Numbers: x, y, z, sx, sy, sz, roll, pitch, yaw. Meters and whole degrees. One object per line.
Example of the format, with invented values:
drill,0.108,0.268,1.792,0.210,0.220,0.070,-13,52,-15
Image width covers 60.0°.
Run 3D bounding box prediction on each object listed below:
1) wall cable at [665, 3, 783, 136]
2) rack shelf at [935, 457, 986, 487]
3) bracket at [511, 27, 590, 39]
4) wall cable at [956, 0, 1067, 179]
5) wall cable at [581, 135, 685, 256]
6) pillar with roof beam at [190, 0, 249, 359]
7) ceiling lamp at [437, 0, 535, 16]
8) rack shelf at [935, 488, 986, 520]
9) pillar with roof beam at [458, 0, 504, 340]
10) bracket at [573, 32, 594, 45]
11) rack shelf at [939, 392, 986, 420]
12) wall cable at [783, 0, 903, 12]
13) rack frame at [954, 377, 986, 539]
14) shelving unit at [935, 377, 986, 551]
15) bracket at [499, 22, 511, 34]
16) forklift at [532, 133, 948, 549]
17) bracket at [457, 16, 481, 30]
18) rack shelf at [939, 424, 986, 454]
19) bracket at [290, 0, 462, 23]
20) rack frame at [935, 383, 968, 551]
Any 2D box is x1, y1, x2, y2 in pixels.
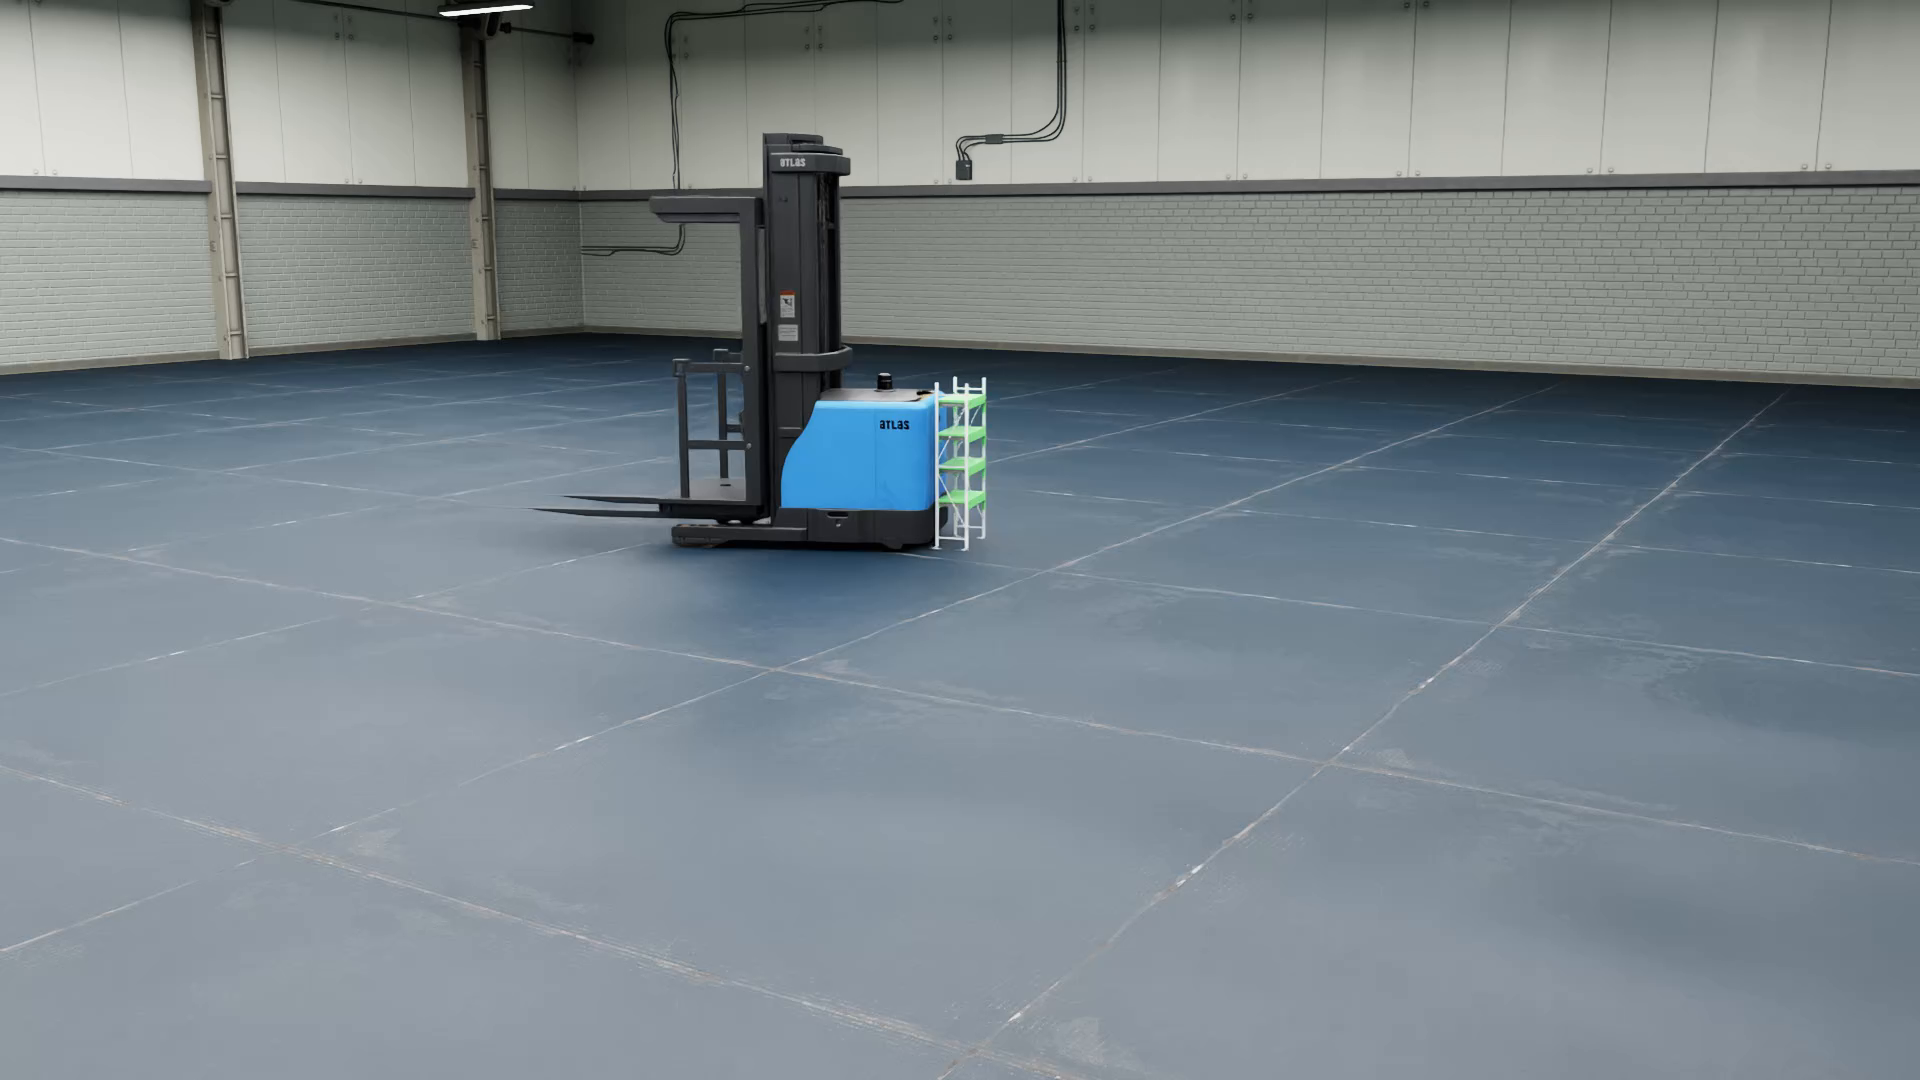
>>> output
wall cable,-4.874,-9.643,34.138,3.097,2.526,0.112,6,12,31
rack shelf,0.006,-0.500,12.127,0.258,0.148,0.480,3,11,15
bracket,-8.403,-10.689,35.229,0.076,0.066,3.189,6,12,31
wall cable,0.920,-9.708,30.527,2.305,6.003,0.169,6,12,31
wall cable,-7.186,-7.419,35.983,3.097,2.526,0.112,6,12,31
pillar with roof beam,-9.281,-7.254,26.660,9.100,9.000,0.548,6,12,31
ceiling lamp,-7.792,-10.416,27.691,2.000,3.185,0.800,6,12,31
rack shelf,0.006,-0.264,12.171,0.258,0.148,0.480,3,11,15
pillar with roof beam,-6.166,-8.197,31.701,9.100,9.000,0.548,6,12,31
bracket,-8.096,-10.782,35.725,0.235,0.232,0.430,6,12,31
rack shelf,0.006,-0.972,12.038,0.258,0.148,0.480,3,11,15
wall cable,-2.229,-11.583,32.140,3.097,2.526,0.112,6,12,31
rack frame,0.071,-0.606,12.346,0.240,1.200,0.015,3,11,15
shelving unit,0.006,-0.563,12.115,0.258,1.200,0.503,3,11,15
bracket,-9.326,-10.409,33.734,0.235,0.232,0.430,6,12,31
forklift,-1.654,-1.475,12.284,3.031,2.935,1.130,2,11,8
bracket,-9.757,-10.279,33.037,0.235,0.232,0.430,6,12,31
rack shelf,0.006,-0.736,12.083,0.258,0.148,0.480,3,11,15
bracket,-11.095,-9.874,30.872,0.076,0.066,4.783,6,12,31
rack frame,-0.058,-0.520,11.884,0.240,1.200,0.015,3,11,15
